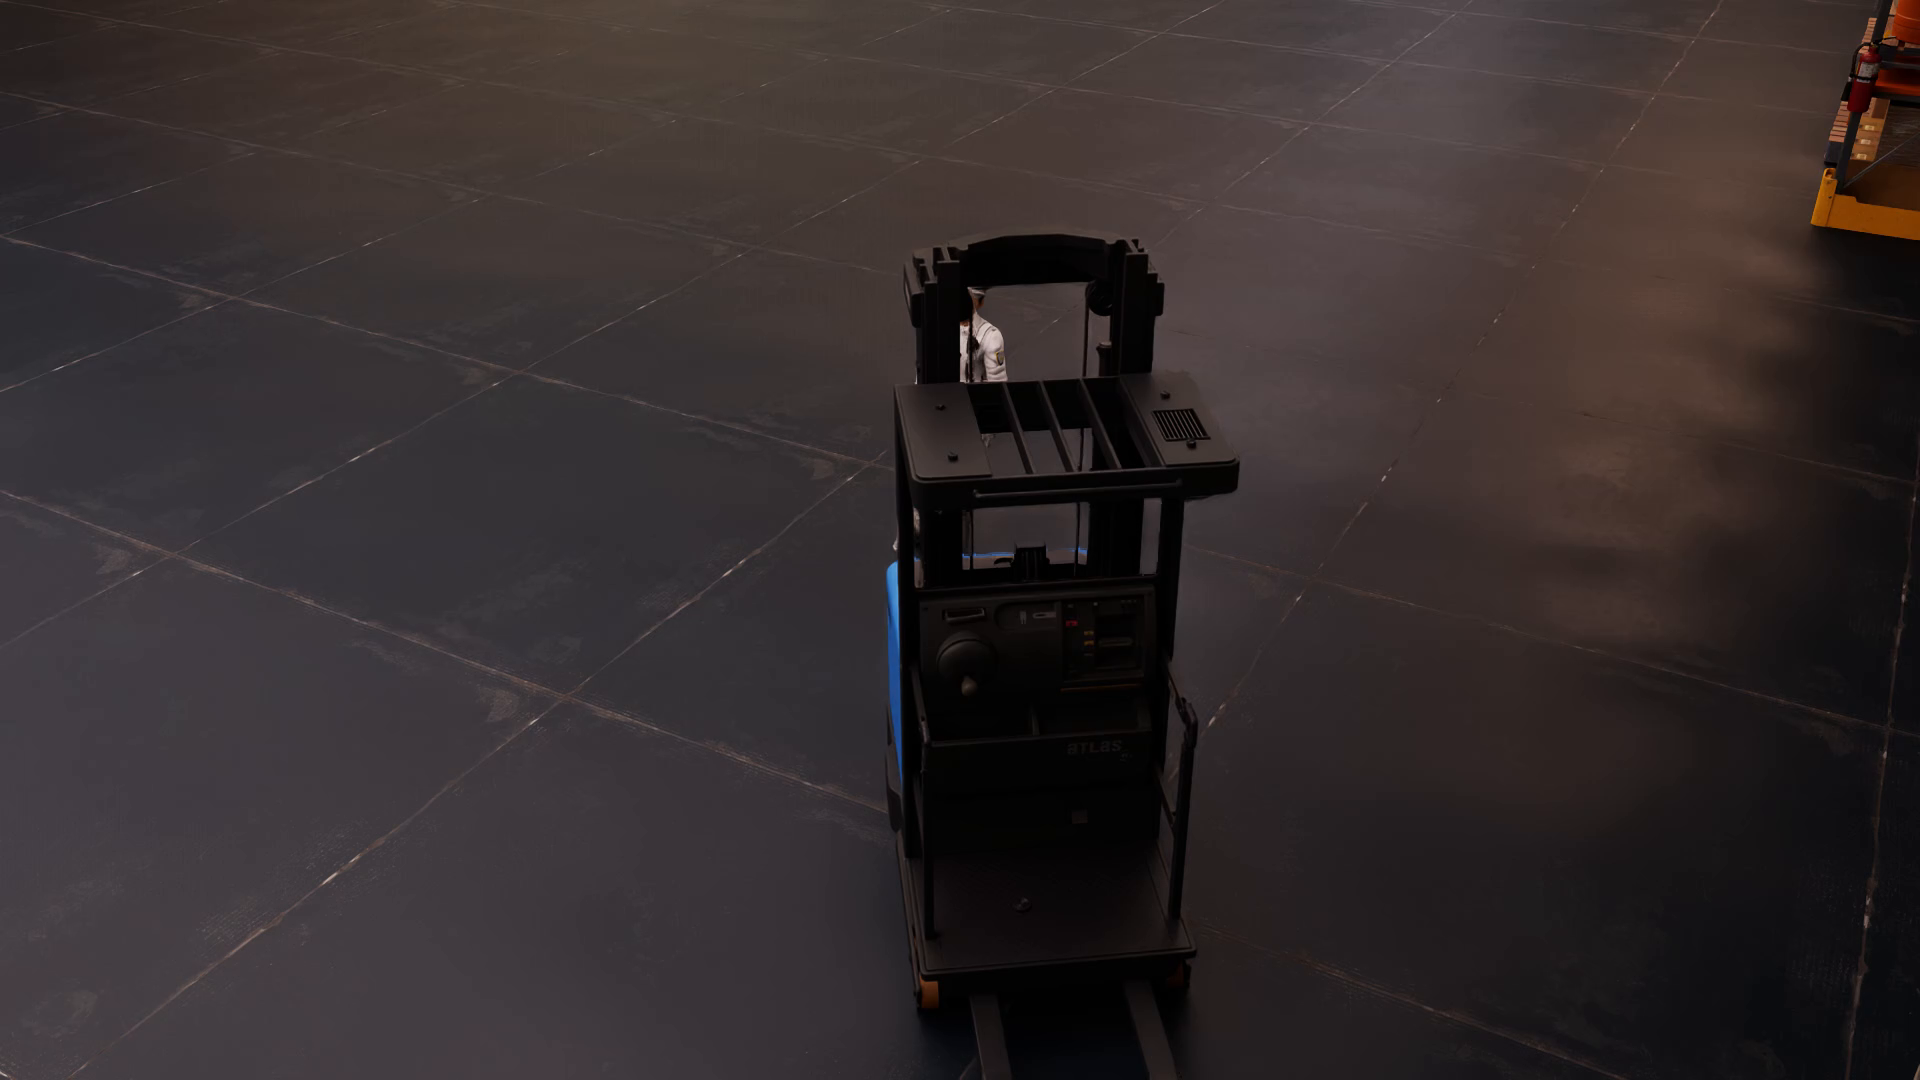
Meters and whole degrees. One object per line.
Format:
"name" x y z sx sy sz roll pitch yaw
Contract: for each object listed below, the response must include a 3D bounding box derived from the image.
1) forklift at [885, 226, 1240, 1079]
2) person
"forklift" 0.335 0.444 6.301 1.130 2.935 3.031 -3 30 -6
"person" -0.038 -0.713 9.528 0.588 1.696 0.533 15 33 25
